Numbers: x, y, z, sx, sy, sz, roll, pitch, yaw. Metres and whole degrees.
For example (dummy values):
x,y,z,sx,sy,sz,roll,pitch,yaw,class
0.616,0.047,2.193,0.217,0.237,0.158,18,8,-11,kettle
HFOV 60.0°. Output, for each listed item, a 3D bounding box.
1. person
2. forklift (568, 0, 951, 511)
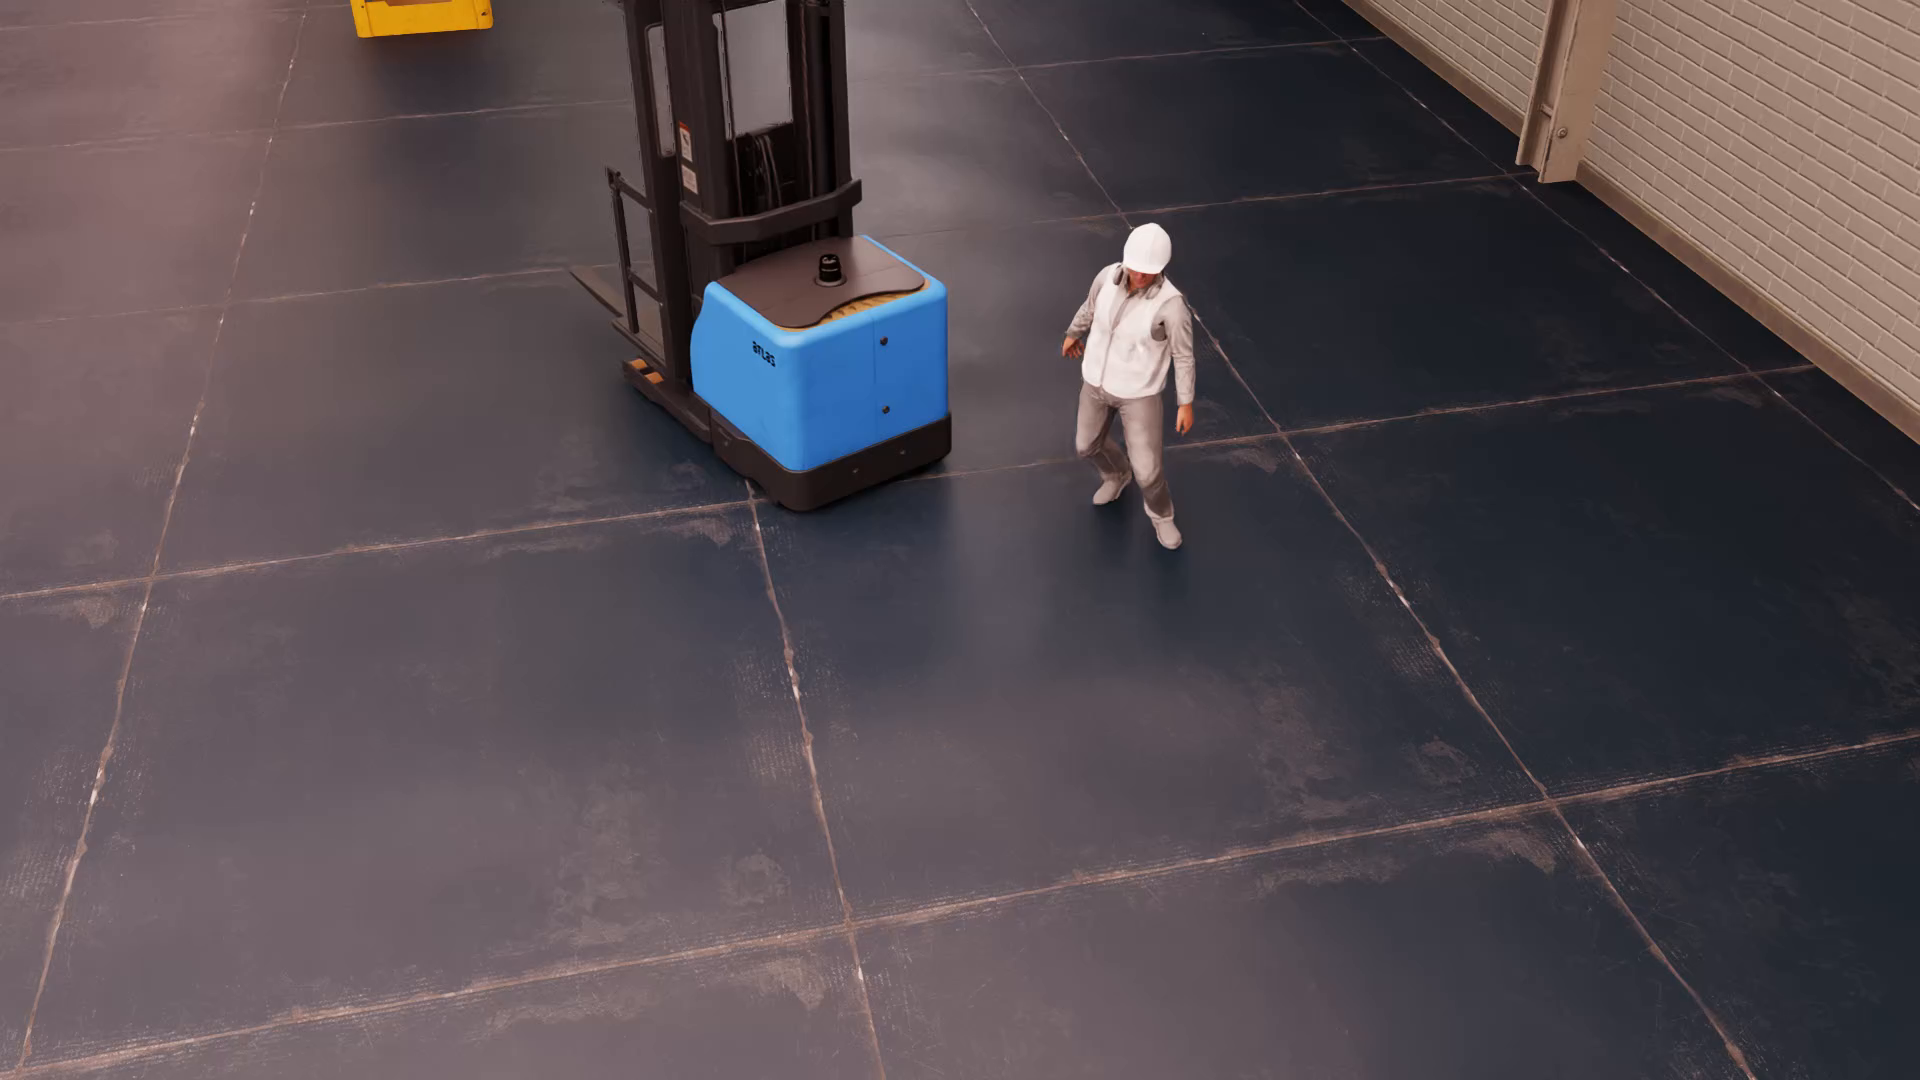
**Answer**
x,y,z,sx,sy,sz,roll,pitch,yaw,class
0.844,-0.829,8.289,0.875,1.731,0.492,29,45,34,person
-1.327,-2.150,9.038,1.130,2.935,3.031,-23,42,-29,forklift
